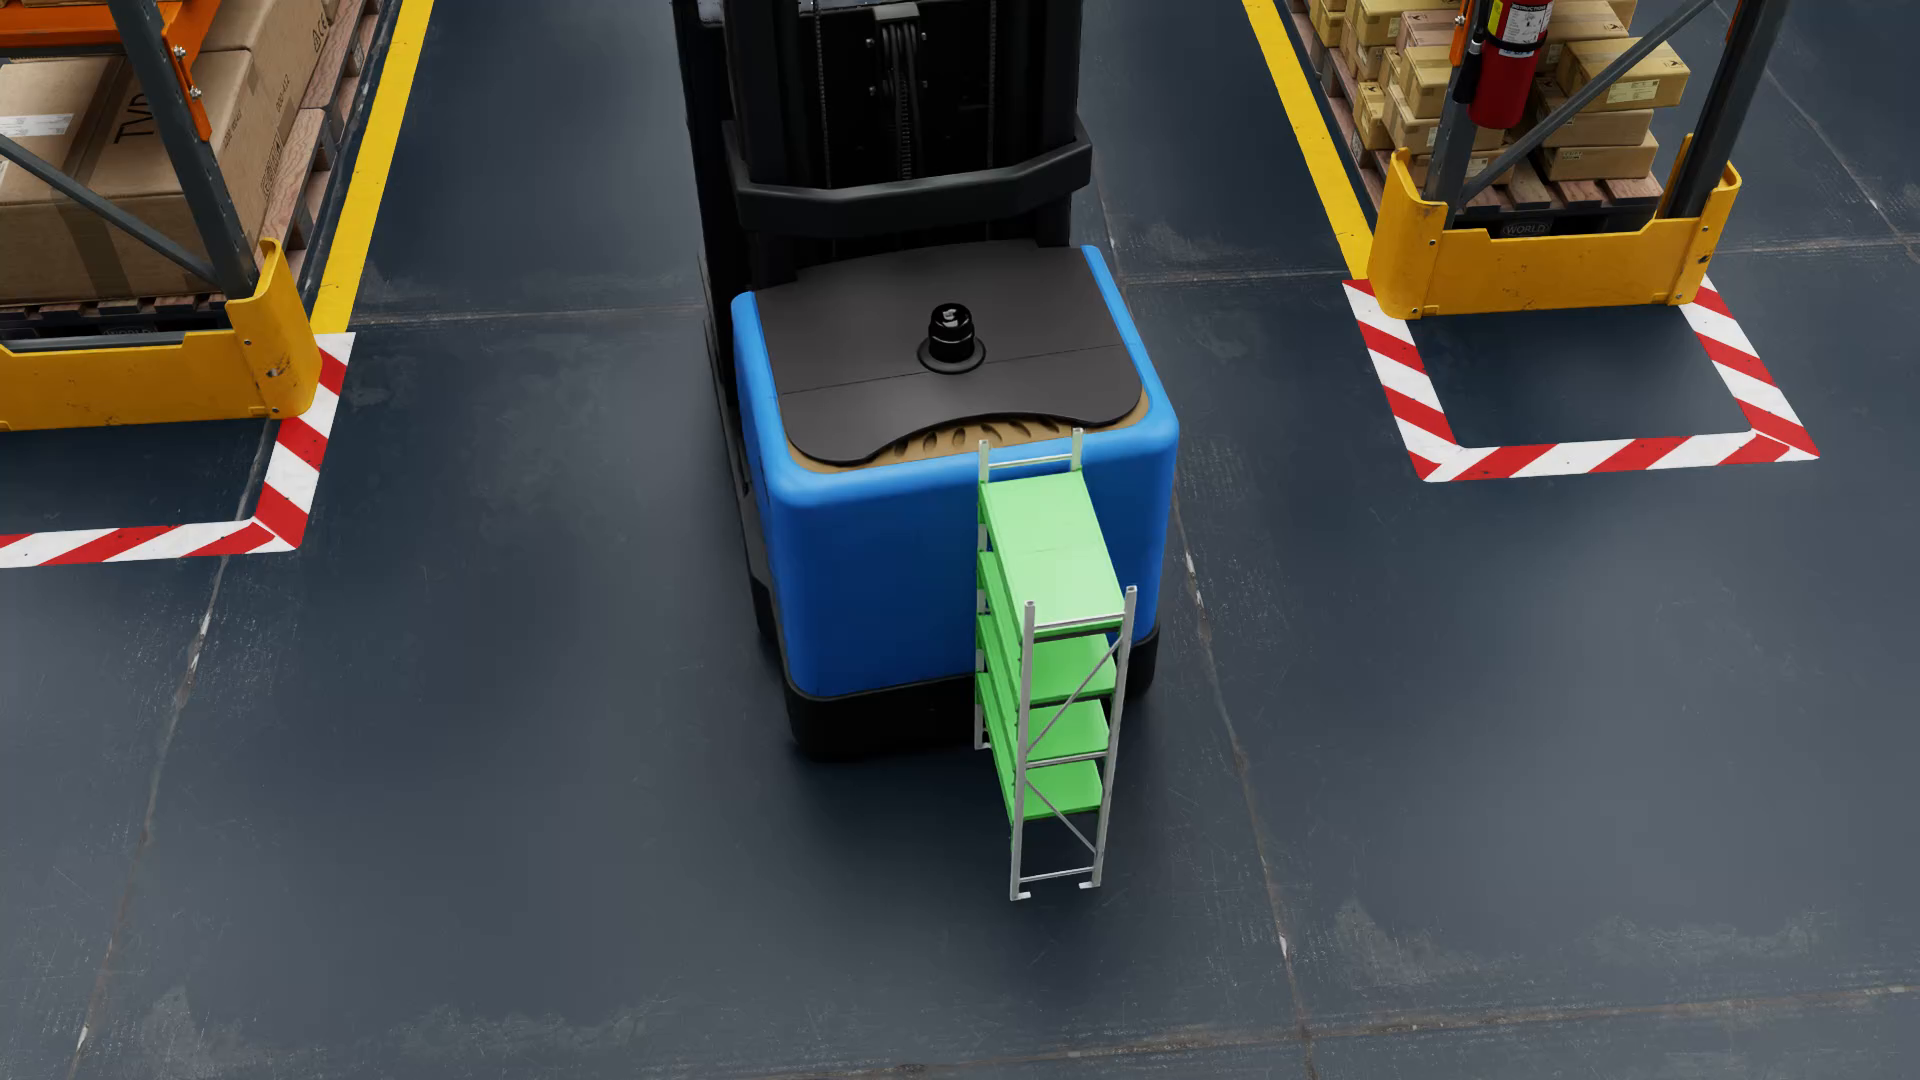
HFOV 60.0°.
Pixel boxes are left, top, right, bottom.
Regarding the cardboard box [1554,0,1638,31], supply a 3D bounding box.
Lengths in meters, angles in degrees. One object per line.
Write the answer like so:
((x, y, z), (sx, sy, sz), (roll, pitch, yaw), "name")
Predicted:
((2.370, -2.078, 6.417), (0.380, 0.149, 0.250), (-4, 47, -3), "cardboard box")

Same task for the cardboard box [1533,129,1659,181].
((2.387, -1.490, 6.270), (0.380, 0.149, 0.250), (-3, 47, -2), "cardboard box")

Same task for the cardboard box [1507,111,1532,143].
((2.284, -1.674, 6.444), (0.380, 0.149, 0.250), (-4, 47, -3), "cardboard box")

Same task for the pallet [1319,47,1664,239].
((2.073, -1.614, 6.633), (1.003, 0.211, 1.213), (-3, 47, -3), "pallet")

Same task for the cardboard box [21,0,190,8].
((-2.566, -1.953, 4.964), (0.500, 0.500, 0.500), (-4, 47, -4), "cardboard box")

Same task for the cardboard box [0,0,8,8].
((-3.116, -1.921, 4.934), (0.500, 0.500, 0.500), (-3, 47, -3), "cardboard box")

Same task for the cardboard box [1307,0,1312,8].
((1.681, -2.394, 7.125), (0.380, 0.149, 0.250), (-3, 47, -3), "cardboard box")

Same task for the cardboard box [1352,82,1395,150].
((1.738, -1.640, 6.411), (0.380, 0.149, 0.250), (-2, 47, -2), "cardboard box")

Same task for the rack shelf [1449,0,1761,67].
((1.945, -3.127, 6.641), (1.077, 0.370, 4.000), (-3, 47, -3), "rack shelf")

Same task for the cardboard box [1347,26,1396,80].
((1.738, -1.934, 6.485), (0.380, 0.149, 0.250), (-5, 47, -5), "cardboard box")

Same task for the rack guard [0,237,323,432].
((-2.810, -0.677, 5.546), (1.175, 0.500, 0.348), (-3, 47, -3), "rack guard")

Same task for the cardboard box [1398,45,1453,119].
((1.815, -1.664, 6.024), (0.380, 0.149, 0.250), (-3, 47, -3), "cardboard box")

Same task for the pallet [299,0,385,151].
((-3.056, -2.049, 7.045), (1.003, 0.211, 1.213), (-3, 47, -3), "pallet")

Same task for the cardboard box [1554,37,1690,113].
((2.407, -1.696, 6.055), (0.380, 0.149, 0.250), (-5, 47, -5), "cardboard box")

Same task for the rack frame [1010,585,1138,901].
((0.252, 0.521, 3.930), (0.240, 1.200, 0.015), (-8, 48, -7), "rack frame")

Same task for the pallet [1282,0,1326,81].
((1.974, -2.494, 7.467), (1.003, 0.211, 1.213), (-3, 47, -3), "pallet")

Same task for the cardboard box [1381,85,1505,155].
((1.783, -1.558, 6.129), (0.380, 0.149, 0.250), (-5, 47, -4), "cardboard box")

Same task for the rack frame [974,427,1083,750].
((0.161, 0.165, 4.253), (0.240, 1.200, 0.015), (-8, 48, -7), "rack frame")

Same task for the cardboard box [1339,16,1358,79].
((1.768, -2.014, 6.766), (0.380, 0.149, 0.250), (-3, 47, -3), "cardboard box")

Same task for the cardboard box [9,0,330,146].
((-3.052, -1.950, 6.506), (0.875, 0.438, 0.875), (-2, 47, -2), "cardboard box")

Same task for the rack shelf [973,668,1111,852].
((0.206, 0.547, 4.316), (0.258, 0.148, 0.480), (-8, 48, -7), "rack shelf")

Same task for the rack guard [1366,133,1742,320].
((2.106, -1.123, 5.969), (1.175, 0.500, 0.348), (-3, 47, -3), "rack guard")

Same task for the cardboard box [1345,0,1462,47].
((1.703, -2.029, 6.370), (0.380, 0.149, 0.250), (-4, 47, -4), "cardboard box")

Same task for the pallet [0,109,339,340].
((-2.957, -1.168, 6.211), (1.003, 0.211, 1.213), (-3, 47, -3), "pallet")

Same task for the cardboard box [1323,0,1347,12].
((1.682, -2.308, 6.839), (0.380, 0.149, 0.250), (-3, 47, -3), "cardboard box")

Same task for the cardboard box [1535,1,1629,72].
((2.264, -1.888, 6.237), (0.380, 0.149, 0.250), (-3, 47, -3), "cardboard box")

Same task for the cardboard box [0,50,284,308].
((-2.967, -1.288, 5.880), (0.875, 0.438, 0.875), (-5, 47, -5), "cardboard box")

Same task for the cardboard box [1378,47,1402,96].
((1.815, -1.751, 6.312), (0.380, 0.149, 0.250), (-4, 47, -4), "cardboard box")

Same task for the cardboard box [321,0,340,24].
((-3.126, -2.602, 7.124), (0.875, 0.438, 0.875), (-5, 47, -4), "cardboard box")

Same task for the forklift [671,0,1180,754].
((-0.268, -1.508, 4.659), (1.130, 2.935, 3.031), (-9, 47, -9), "forklift")

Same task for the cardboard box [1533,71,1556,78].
((2.357, -1.790, 6.349), (0.380, 0.149, 0.250), (-4, 47, -3), "cardboard box")

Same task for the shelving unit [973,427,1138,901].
((0.207, 0.343, 4.091), (0.258, 1.200, 0.503), (-8, 48, -7), "shelving unit")

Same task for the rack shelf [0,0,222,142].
((-2.980, -2.753, 6.287), (1.077, 0.370, 4.000), (-3, 47, -3), "rack shelf")

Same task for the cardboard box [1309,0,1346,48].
((1.684, -2.195, 6.937), (0.380, 0.149, 0.250), (-5, 47, -5), "cardboard box")

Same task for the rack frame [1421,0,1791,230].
((2.112, -1.927, 5.010), (1.000, 3.000, 0.127), (-3, 47, -3), "rack frame")

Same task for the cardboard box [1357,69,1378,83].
((1.801, -1.836, 6.597), (0.380, 0.149, 0.250), (-4, 47, -3), "cardboard box")

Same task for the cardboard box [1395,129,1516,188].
((1.860, -1.460, 6.241), (0.380, 0.149, 0.250), (-3, 47, -3), "cardboard box")

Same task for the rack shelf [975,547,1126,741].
((0.207, 0.225, 3.961), (0.258, 0.148, 0.480), (-8, 48, -7), "rack shelf")

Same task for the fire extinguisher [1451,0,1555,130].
((1.673, -1.562, 4.974), (0.296, 0.674, 0.183), (-3, 47, -3), "fire extinguisher")

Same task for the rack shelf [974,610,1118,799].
((0.207, 0.386, 4.139), (0.258, 0.148, 0.480), (-8, 48, -7), "rack shelf")

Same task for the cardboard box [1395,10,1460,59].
((1.851, -1.849, 6.200), (0.380, 0.149, 0.250), (-3, 47, -3), "cardboard box")

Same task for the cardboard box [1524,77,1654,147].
((2.324, -1.589, 6.158), (0.380, 0.149, 0.250), (-2, 47, -2), "cardboard box")

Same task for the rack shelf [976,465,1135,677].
((0.208, 0.063, 3.783), (0.258, 0.148, 0.480), (-8, 48, -7), "rack shelf")

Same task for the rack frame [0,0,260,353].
((-2.812, -1.553, 4.655), (1.000, 3.000, 0.127), (-3, 47, -3), "rack frame")
